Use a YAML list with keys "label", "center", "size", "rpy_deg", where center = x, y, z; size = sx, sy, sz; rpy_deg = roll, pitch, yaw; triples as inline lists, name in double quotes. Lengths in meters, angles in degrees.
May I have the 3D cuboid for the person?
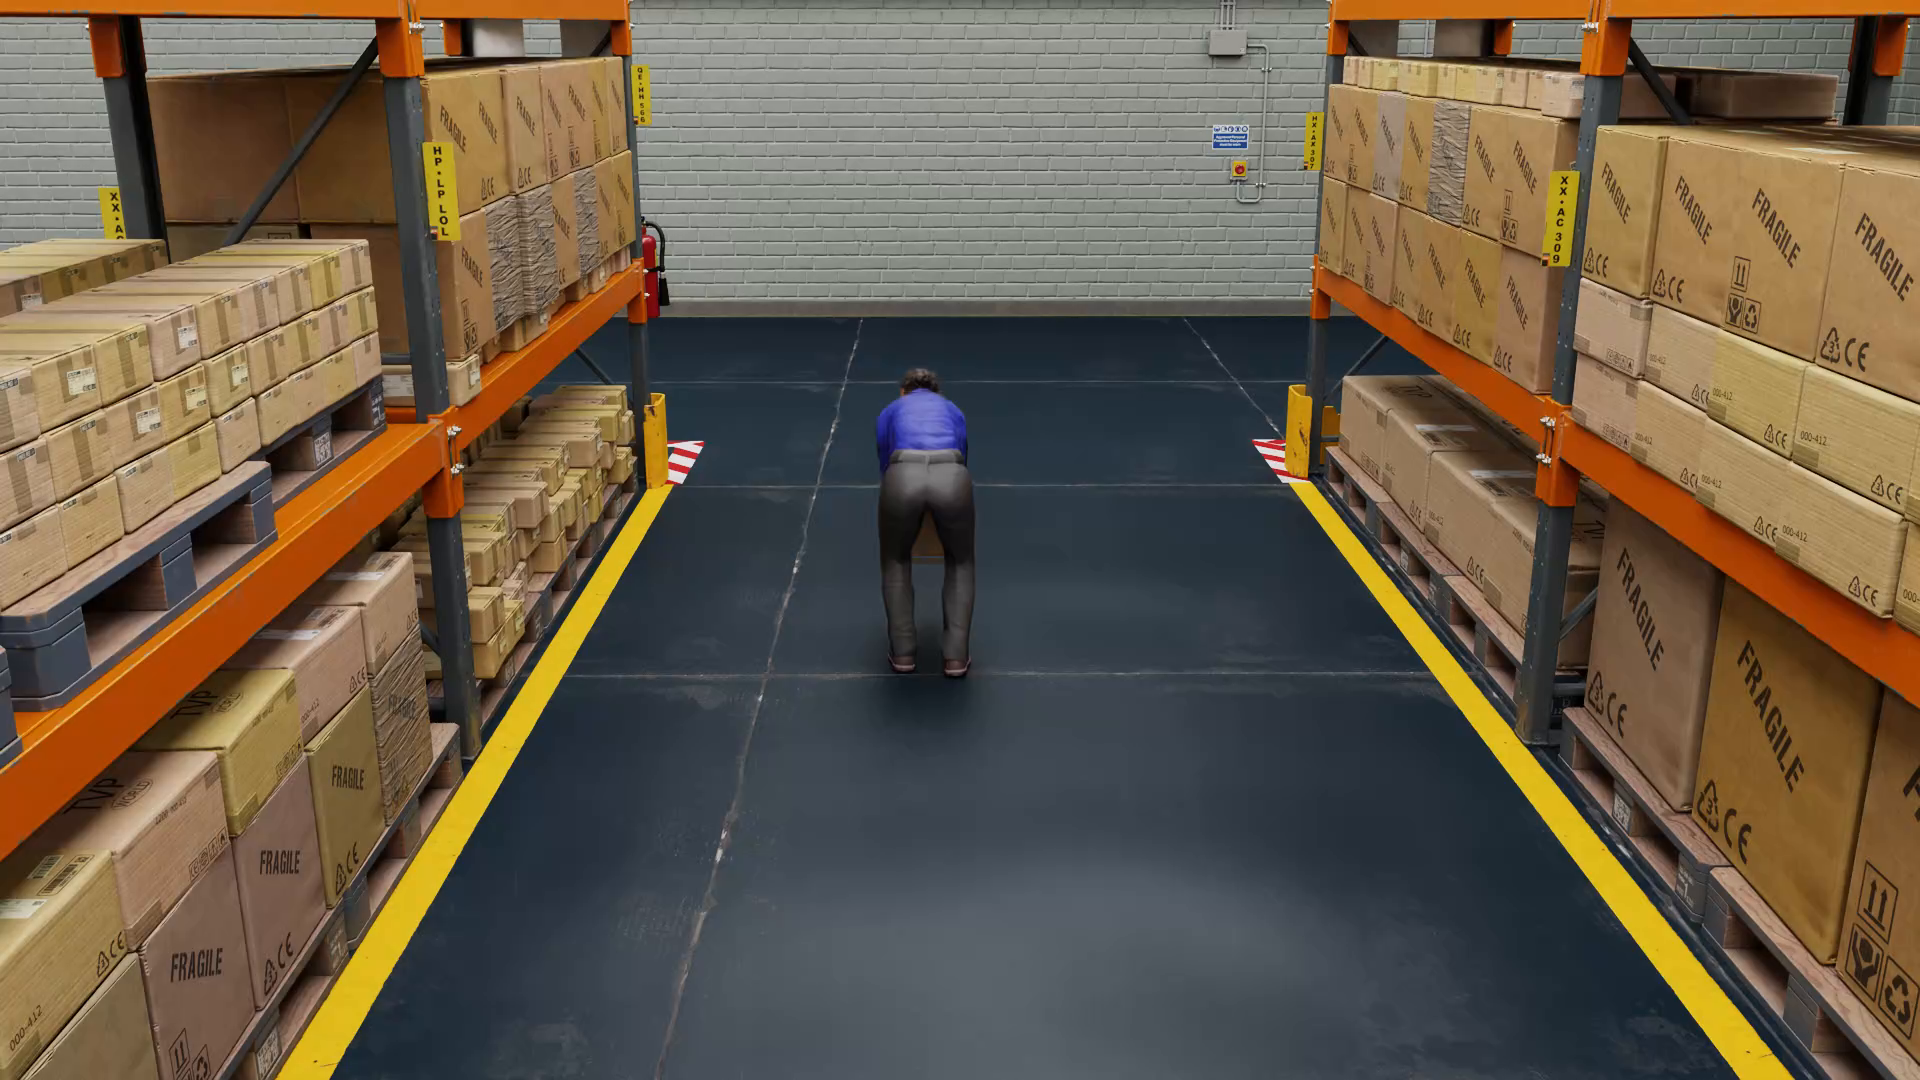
- label: "person"
  center: [-0.149, -0.085, 7.112]
  size: [0.413, 1.201, 0.844]
  rpy_deg: [-1, 17, -2]
